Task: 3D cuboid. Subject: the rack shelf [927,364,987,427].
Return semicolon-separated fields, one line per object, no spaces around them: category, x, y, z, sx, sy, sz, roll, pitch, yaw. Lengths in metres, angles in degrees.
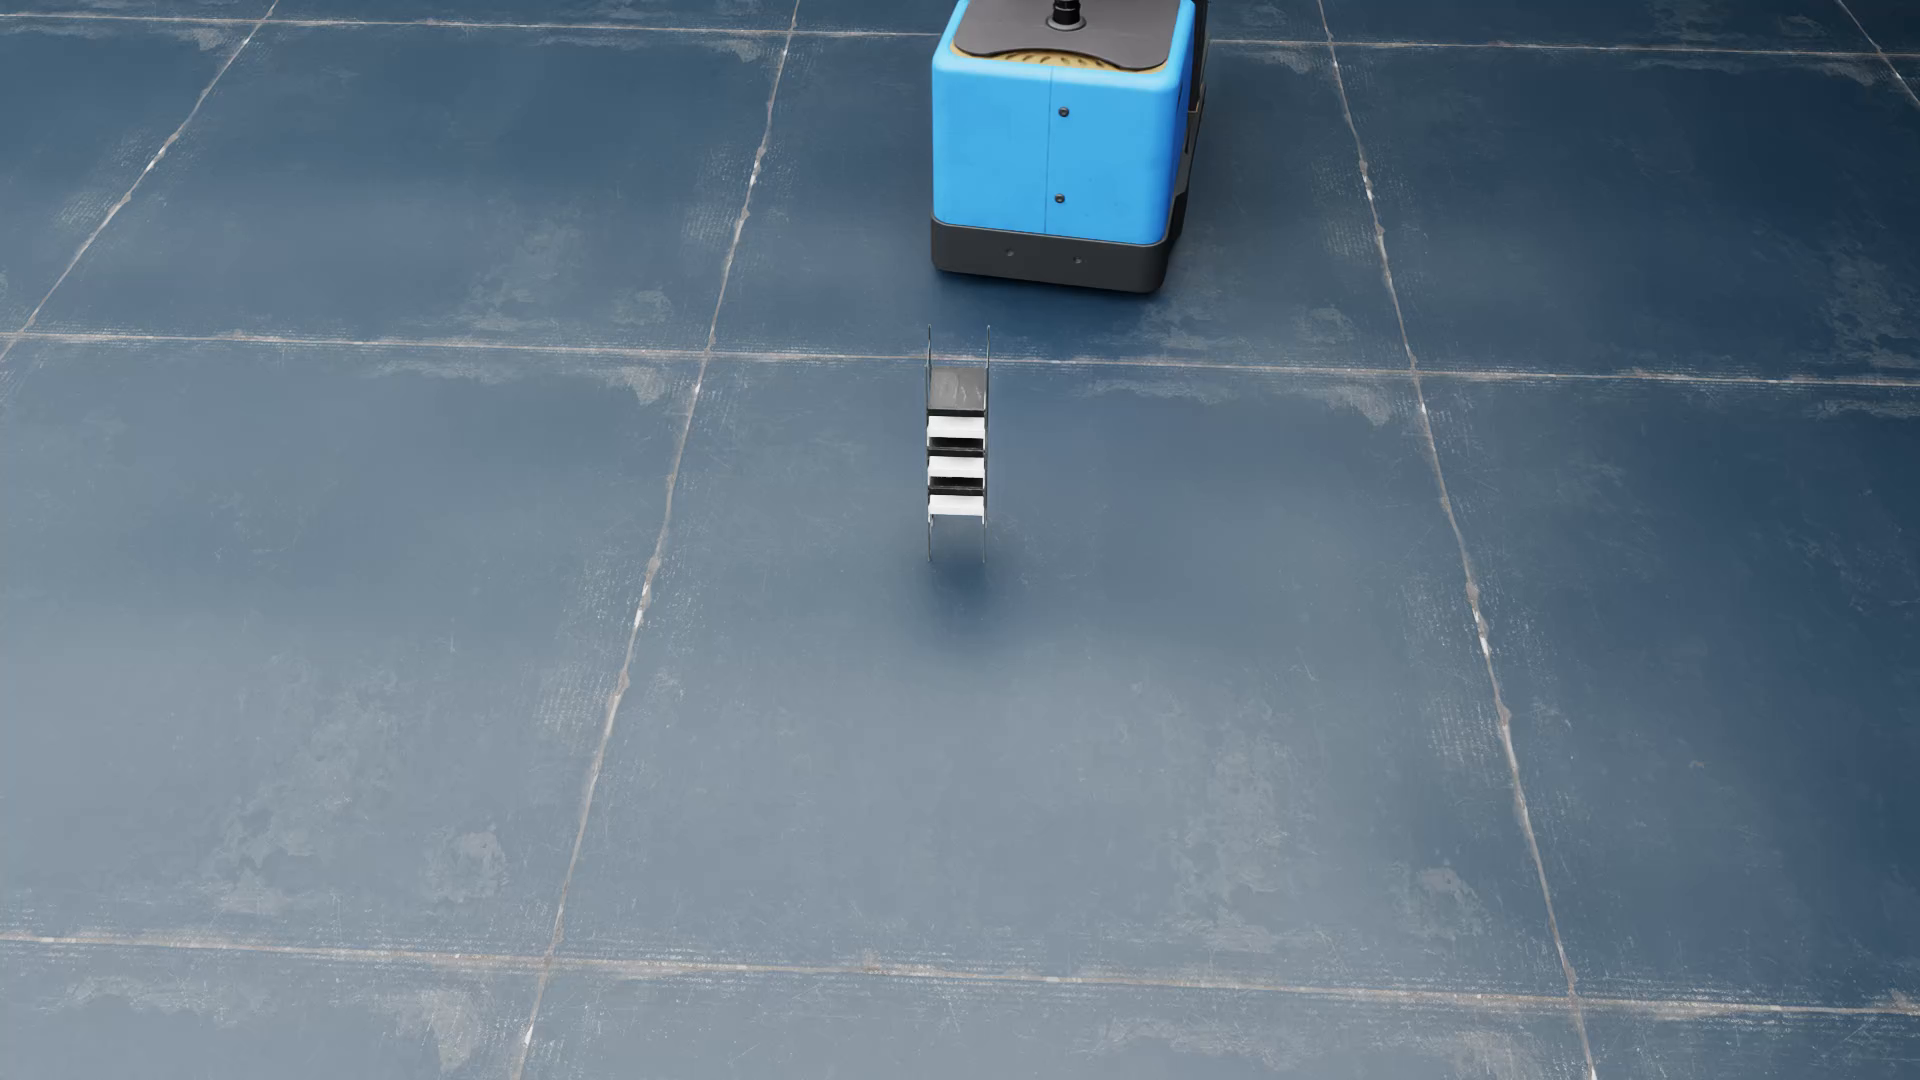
rack shelf;-0.008;-0.503;5.782;0.200;0.077;0.258;2;43;2

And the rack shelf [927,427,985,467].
rack shelf;-0.008;-0.371;5.905;0.200;0.077;0.258;2;43;2

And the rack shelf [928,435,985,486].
rack shelf;-0.008;-0.305;5.966;0.200;0.077;0.258;2;43;2

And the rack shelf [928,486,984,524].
rack shelf;-0.008;-0.173;6.089;0.200;0.077;0.258;2;43;2

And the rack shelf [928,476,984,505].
rack shelf;-0.008;-0.239;6.028;0.200;0.077;0.258;2;43;2

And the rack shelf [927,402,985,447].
rack shelf;-0.008;-0.437;5.844;0.200;0.077;0.258;2;43;2

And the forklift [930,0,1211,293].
forklift;0.662;-3.175;7.508;1.130;2.935;3.031;8;44;8

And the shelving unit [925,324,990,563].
shelving unit;-0.008;-0.330;5.944;0.210;0.900;0.258;2;43;2

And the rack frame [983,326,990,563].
rack frame;0.093;-0.326;5.940;0.006;0.900;0.240;2;43;2

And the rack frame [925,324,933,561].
rack frame;-0.110;-0.333;5.947;0.006;0.900;0.240;2;43;2
